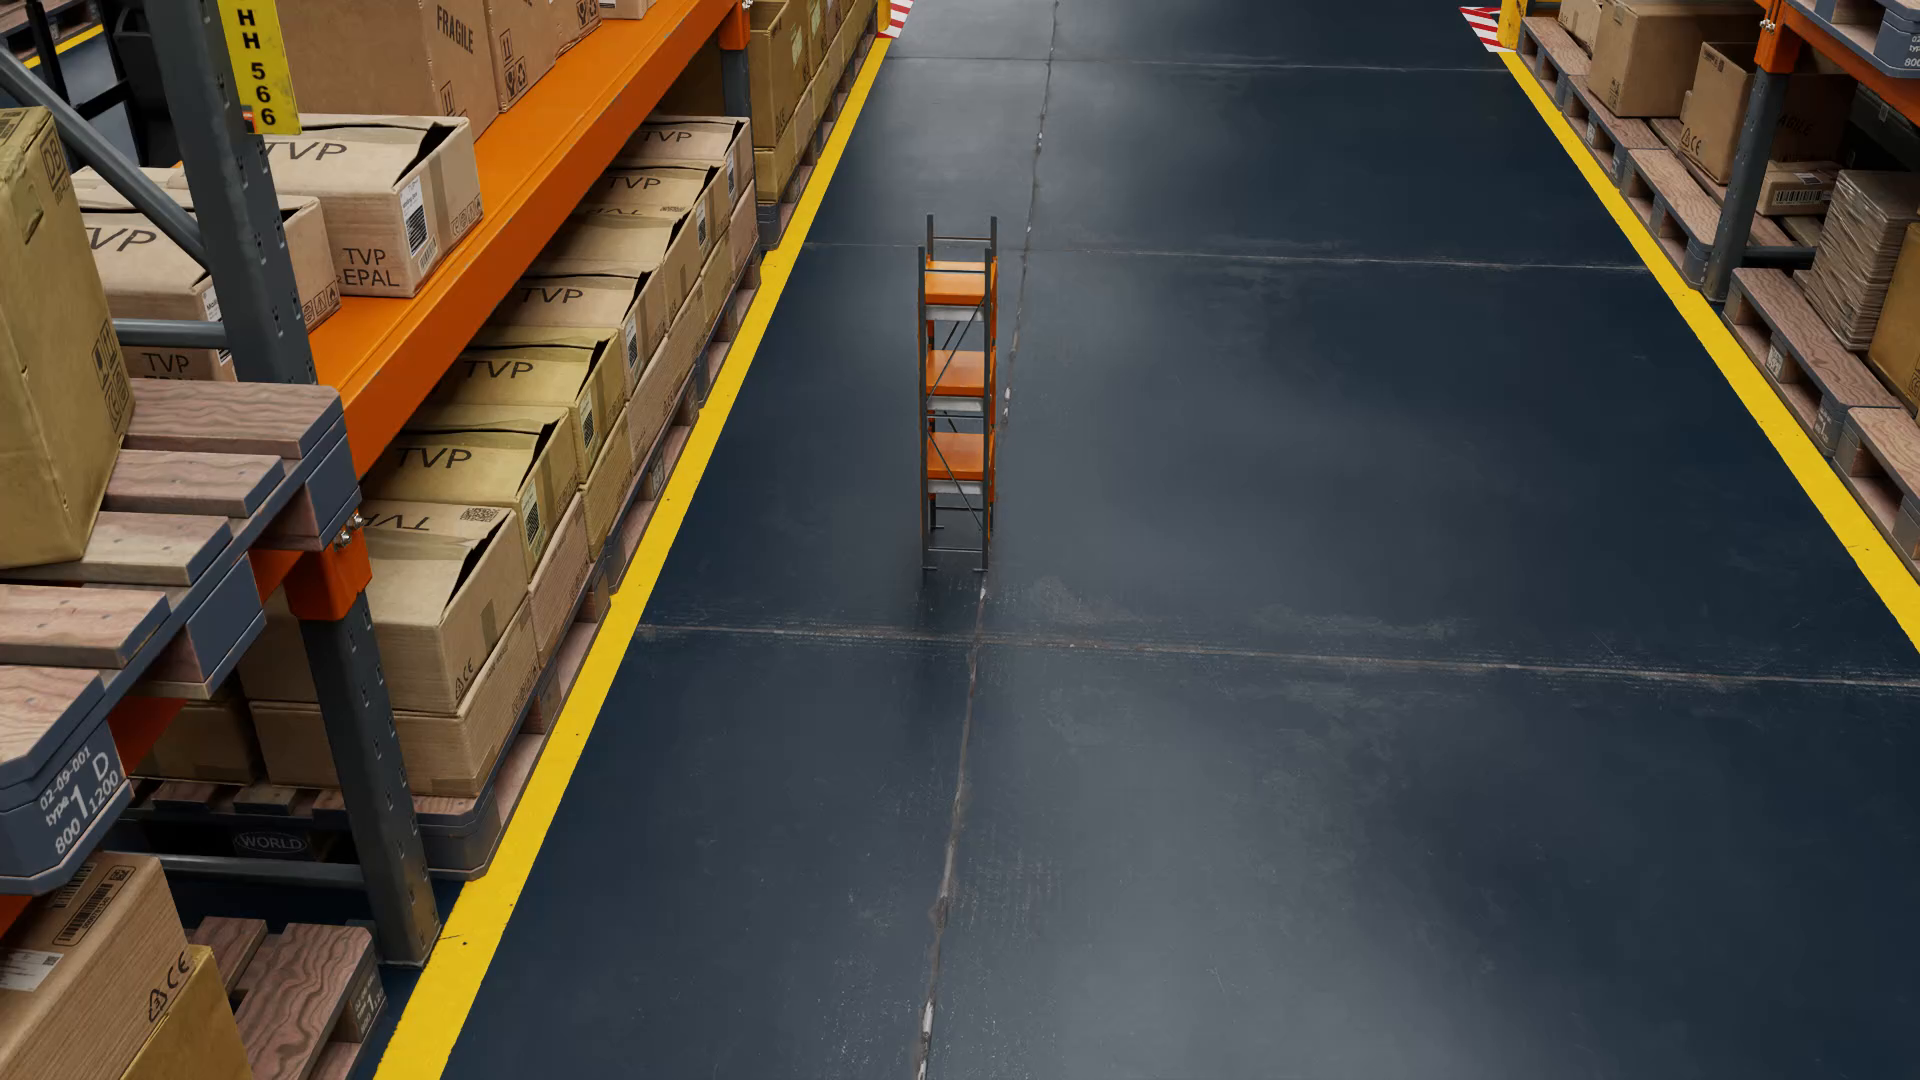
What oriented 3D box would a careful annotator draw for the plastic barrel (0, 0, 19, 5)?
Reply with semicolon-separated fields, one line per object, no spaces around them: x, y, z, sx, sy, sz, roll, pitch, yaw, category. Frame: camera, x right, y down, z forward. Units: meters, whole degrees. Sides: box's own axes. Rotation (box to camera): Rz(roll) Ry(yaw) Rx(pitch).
-5.949;-3.543;10.111;0.421;0.512;0.421;0;32;0;plastic barrel

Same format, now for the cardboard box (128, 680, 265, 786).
-1.886;0.332;4.072;0.500;0.250;0.500;3;32;5;cardboard box

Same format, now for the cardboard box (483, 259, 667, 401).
-1.231;-0.693;5.201;0.500;0.311;0.500;2;32;3;cardboard box

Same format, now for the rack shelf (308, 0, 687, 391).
-1.523;-1.197;4.832;0.919;0.124;3.809;2;32;4;rack shelf

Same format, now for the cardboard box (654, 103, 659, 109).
-1.488;-2.306;7.638;0.500;0.500;0.500;2;32;4;cardboard box

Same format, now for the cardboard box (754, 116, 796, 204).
-1.021;-1.703;7.375;0.500;0.250;0.500;2;32;4;cardboard box

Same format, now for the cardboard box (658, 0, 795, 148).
-1.011;-2.022;7.178;0.500;0.500;0.500;2;32;4;cardboard box

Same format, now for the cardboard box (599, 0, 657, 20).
-1.249;-1.941;5.668;0.396;0.266;0.258;2;32;3;cardboard box

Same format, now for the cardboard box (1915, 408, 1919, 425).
3.460;-0.456;5.094;0.700;0.500;0.500;3;32;5;cardboard box

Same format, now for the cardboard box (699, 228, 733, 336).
-1.148;-0.980;6.202;0.500;0.250;0.500;2;32;3;cardboard box

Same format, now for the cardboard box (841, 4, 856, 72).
-0.852;-2.749;9.072;0.500;0.250;0.500;2;32;4;cardboard box

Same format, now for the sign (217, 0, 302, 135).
-1.145;-0.815;2.685;0.100;0.325;0.005;2;32;4;sign

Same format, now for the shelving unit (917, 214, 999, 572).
-0.004;-0.419;4.929;0.215;1.050;0.252;2;32;4;shelving unit

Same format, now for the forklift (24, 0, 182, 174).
-2.950;-2.346;6.262;1.130;2.935;3.031;3;32;5;forklift

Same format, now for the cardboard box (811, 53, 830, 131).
-0.929;-2.226;8.223;0.500;0.250;0.500;2;32;4;cardboard box

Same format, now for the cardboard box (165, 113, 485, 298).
-1.420;-0.795;3.766;0.500;0.311;0.500;2;32;3;cardboard box

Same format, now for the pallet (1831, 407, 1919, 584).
3.418;-0.022;5.084;1.003;0.211;1.213;2;32;4;pallet

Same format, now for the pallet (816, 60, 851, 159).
-1.157;-2.332;8.833;1.003;0.211;1.213;2;32;4;pallet

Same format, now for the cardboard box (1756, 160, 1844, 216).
3.591;-1.518;7.135;0.380;0.166;0.250;-2;32;-2;cardboard box

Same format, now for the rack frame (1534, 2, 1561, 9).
3.899;-4.348;9.446;0.949;2.616;0.053;2;32;4;rack frame

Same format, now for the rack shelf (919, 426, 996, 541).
-0.004;-0.173;5.081;0.215;0.259;0.240;2;32;4;rack shelf

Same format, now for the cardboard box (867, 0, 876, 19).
-0.784;-3.272;9.921;0.500;0.250;0.500;2;32;4;cardboard box

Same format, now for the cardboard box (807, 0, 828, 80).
-0.929;-2.545;8.026;0.500;0.500;0.500;2;32;4;cardboard box

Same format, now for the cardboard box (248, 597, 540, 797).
-1.351;0.357;4.033;0.500;0.250;0.500;2;32;4;cardboard box

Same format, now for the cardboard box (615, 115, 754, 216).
-1.108;-1.488;6.492;0.500;0.311;0.500;2;32;4;cardboard box

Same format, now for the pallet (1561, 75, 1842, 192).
3.693;-2.061;8.393;1.003;0.211;1.213;2;32;4;pallet

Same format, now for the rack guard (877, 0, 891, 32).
-1.033;-3.505;10.462;1.175;0.500;0.348;2;32;4;rack guard

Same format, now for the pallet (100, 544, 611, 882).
-1.580;0.384;4.425;1.003;0.211;1.213;2;32;4;pallet

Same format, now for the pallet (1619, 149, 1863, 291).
3.596;-1.421;7.355;1.003;0.211;1.213;2;32;4;pallet

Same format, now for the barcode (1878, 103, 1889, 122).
3.860;-1.787;6.949;0.001;0.075;0.075;2;32;4;barcode

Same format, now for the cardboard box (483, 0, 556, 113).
-1.523;-1.570;4.843;0.500;0.500;0.500;3;32;4;cardboard box

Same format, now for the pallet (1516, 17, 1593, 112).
3.795;-2.697;9.426;1.003;0.211;1.213;2;32;4;pallet

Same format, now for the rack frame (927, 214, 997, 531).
0.006;-0.483;5.033;0.200;1.050;0.008;2;32;4;rack frame

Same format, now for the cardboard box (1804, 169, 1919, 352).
3.534;-0.993;5.966;0.700;0.500;0.500;3;32;6;cardboard box

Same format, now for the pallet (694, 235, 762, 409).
-1.382;-0.891;6.495;1.003;0.211;1.213;2;32;4;pallet

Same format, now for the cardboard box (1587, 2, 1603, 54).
3.710;-2.734;8.971;0.500;0.311;0.500;5;32;8;cardboard box
